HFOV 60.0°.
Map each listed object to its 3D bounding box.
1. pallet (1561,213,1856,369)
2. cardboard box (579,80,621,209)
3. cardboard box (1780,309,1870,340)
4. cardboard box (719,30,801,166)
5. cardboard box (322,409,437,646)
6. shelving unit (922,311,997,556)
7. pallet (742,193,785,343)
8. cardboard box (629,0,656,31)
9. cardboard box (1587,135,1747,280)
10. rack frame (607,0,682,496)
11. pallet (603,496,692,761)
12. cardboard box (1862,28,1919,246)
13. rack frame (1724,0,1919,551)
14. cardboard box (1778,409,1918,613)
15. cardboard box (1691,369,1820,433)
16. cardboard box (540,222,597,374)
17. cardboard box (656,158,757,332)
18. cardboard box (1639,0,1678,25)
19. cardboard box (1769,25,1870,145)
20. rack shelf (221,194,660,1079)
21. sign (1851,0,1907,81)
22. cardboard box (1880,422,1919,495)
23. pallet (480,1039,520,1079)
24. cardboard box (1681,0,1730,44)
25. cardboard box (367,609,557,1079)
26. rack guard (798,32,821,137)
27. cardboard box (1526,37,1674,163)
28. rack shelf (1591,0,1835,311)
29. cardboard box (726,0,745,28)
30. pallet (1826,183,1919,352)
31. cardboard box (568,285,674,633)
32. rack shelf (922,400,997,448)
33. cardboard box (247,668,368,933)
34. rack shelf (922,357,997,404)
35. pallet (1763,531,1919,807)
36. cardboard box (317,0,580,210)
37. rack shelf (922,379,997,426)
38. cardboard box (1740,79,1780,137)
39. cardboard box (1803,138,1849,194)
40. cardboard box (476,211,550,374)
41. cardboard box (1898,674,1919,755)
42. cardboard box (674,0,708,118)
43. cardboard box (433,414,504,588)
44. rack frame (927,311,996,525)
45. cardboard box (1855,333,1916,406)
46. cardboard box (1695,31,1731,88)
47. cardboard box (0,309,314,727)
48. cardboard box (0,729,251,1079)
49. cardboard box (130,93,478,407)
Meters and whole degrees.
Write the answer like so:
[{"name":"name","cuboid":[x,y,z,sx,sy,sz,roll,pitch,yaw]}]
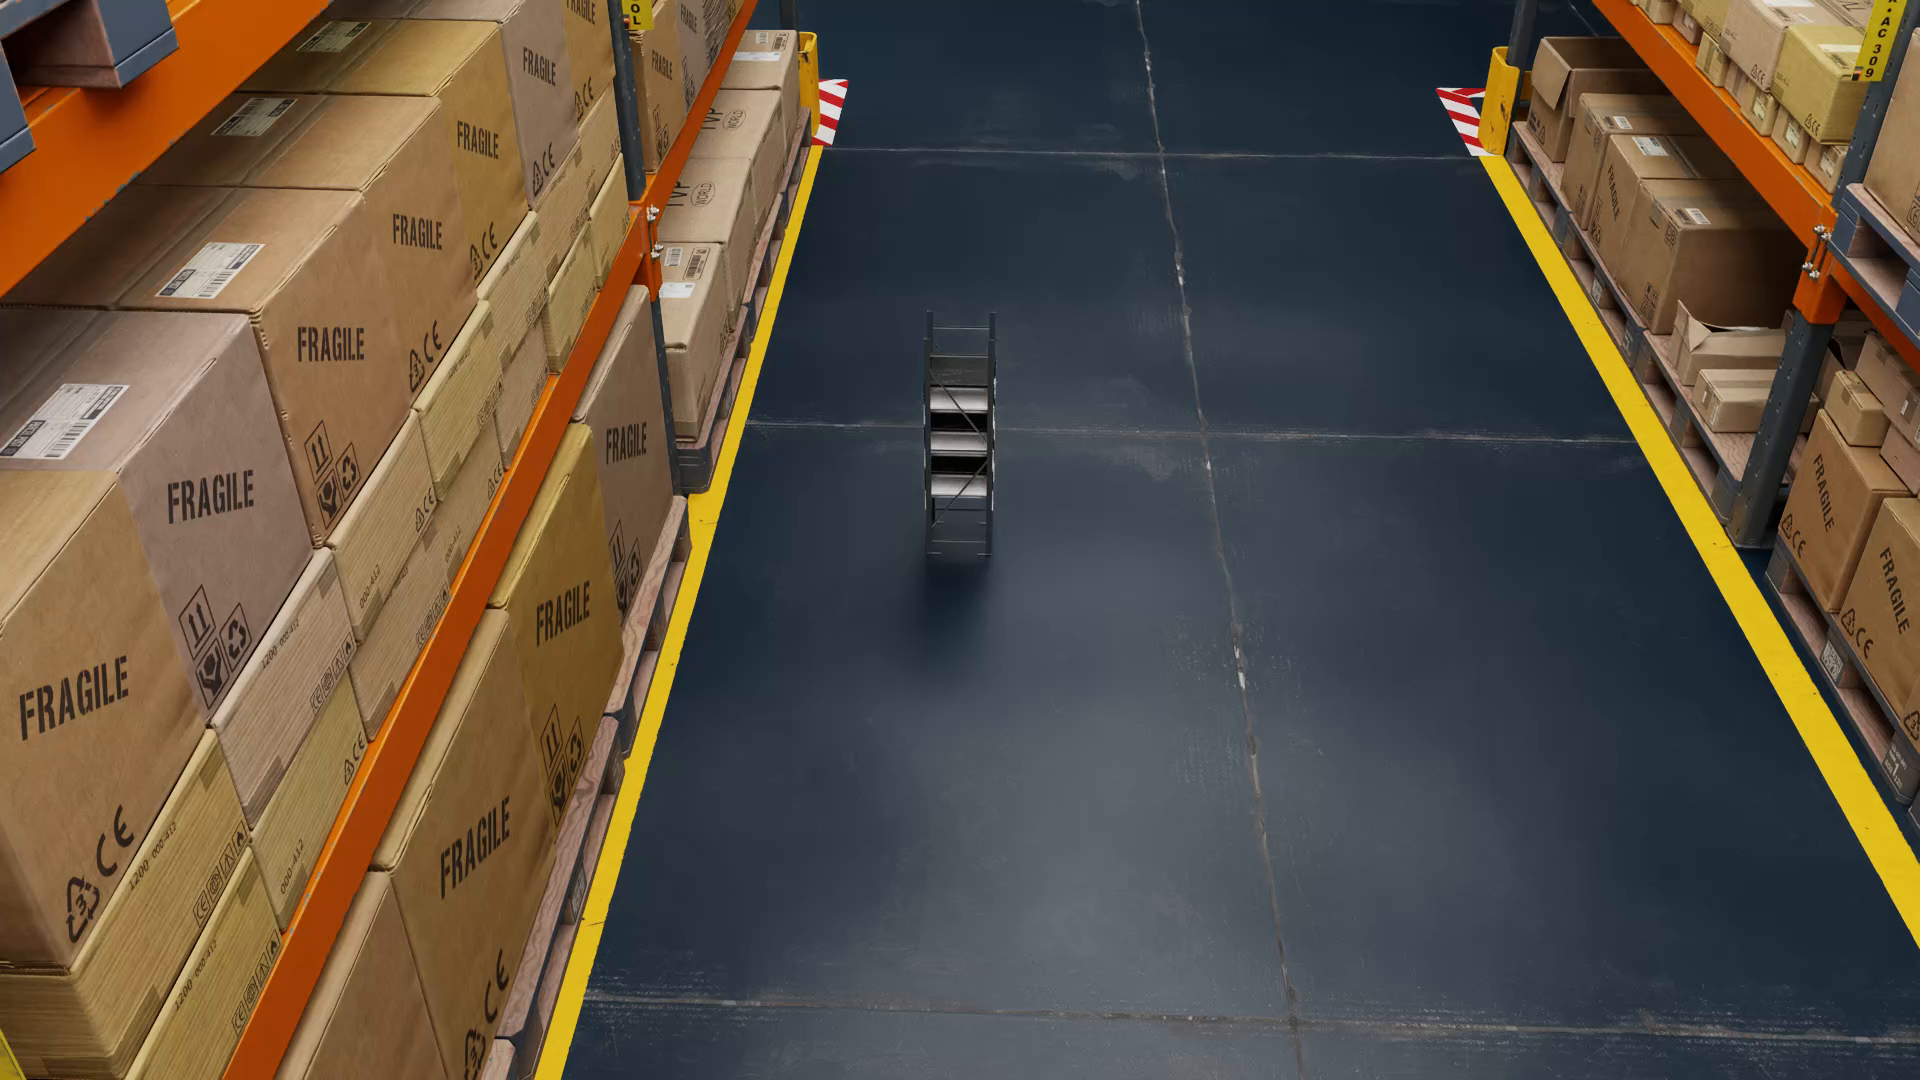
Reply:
[{"name":"pallet","cuboid":[3.467,-1.171,7.732,1.003,0.211,1.213,1,35,2]},{"name":"cardboard box","cuboid":[-1.343,-1.211,5.060,0.500,0.250,0.500,1,35,2]},{"name":"cardboard box","cuboid":[3.672,-0.843,6.955,0.380,0.149,0.250,1,35,1]},{"name":"cardboard box","cuboid":[-1.334,-2.367,8.872,0.875,0.438,0.875,0,35,0]},{"name":"cardboard box","cuboid":[-1.407,-0.040,3.394,0.500,0.250,0.500,1,35,2]},{"name":"shelving unit","cuboid":[0.000,-0.373,5.998,0.258,0.900,0.210,1,35,2]},{"name":"pallet","cuboid":[-1.413,-1.324,7.950,1.003,0.211,1.213,1,35,2]},{"name":"cardboard box","cuboid":[-1.307,-2.045,5.594,0.500,0.500,0.500,2,35,2]},{"name":"cardboard box","cuboid":[3.239,-1.521,7.614,0.500,0.500,0.500,2,35,3]},{"name":"rack frame","cuboid":[-1.568,-1.327,5.529,1.000,3.000,0.127,1,35,2]},{"name":"pallet","cuboid":[-1.524,0.259,5.698,1.003,0.211,1.213,1,35,2]},{"name":"cardboard box","cuboid":[3.149,-1.154,4.831,0.700,0.500,0.500,2,35,3]},{"name":"rack frame","cuboid":[3.392,-1.214,5.369,1.000,3.000,0.127,1,35,2]},{"name":"cardboard box","cuboid":[3.148,-0.091,5.579,0.500,0.500,0.500,3,35,4]},{"name":"cardboard box","cuboid":[3.121,-0.547,6.533,0.380,0.149,0.250,0,35,0]},{"name":"cardboard box","cuboid":[-1.356,-0.709,4.781,0.500,0.250,0.500,1,35,1]},{"name":"cardboard box","cuboid":[-1.400,-1.323,7.387,0.875,0.438,0.875,0,35,0]},{"name":"cardboard box","cuboid":[3.174,-2.336,7.184,0.380,0.149,0.250,2,35,3]},{"name":"cardboard box","cuboid":[3.169,-1.573,5.751,0.500,0.250,0.500,2,35,3]},{"name":"rack shelf","cuboid":[-1.648,0.117,4.101,1.077,0.370,4.000,1,35,2]},{"name":"sign","cuboid":[2.849,-1.577,5.132,0.100,0.325,0.005,1,35,2]},{"name":"cardboard box","cuboid":[3.178,-0.268,5.267,0.380,0.149,0.250,0,35,1]},{"name":"pallet","cuboid":[-1.622,1.661,3.703,1.003,0.211,1.213,1,35,2]},{"name":"cardboard box","cuboid":[3.207,-2.147,6.568,0.500,0.250,0.500,1,35,2]},{"name":"cardboard box","cuboid":[-1.578,0.762,4.040,0.875,0.875,0.875,2,35,2]},{"name":"rack guard","cuboid":[-1.406,-2.616,9.537,1.175,0.500,0.348,1,35,2]},{"name":"cardboard box","cuboid":[3.433,-2.314,8.739,0.797,0.503,0.637,0,35,0]},{"name":"rack shelf","cuboid":[3.472,-2.069,7.211,1.077,0.370,4.000,1,35,2]},{"name":"cardboard box","cuboid":[-1.216,-2.502,7.114,0.500,0.500,0.500,2,35,3]},{"name":"pallet","cuboid":[3.251,-0.679,4.774,1.003,0.211,1.213,1,35,2]},{"name":"cardboard box","cuboid":[-1.513,-0.271,5.510,0.875,0.875,0.875,2,35,3]},{"name":"rack shelf","cuboid":[0.000,-0.419,5.965,0.258,0.077,0.200,1,35,2]},{"name":"cardboard box","cuboid":[-1.455,0.462,3.114,0.500,0.250,0.500,0,35,1]},{"name":"rack shelf","cuboid":[0.000,-0.566,5.862,0.258,0.077,0.200,1,35,2]},{"name":"pallet","cuboid":[3.397,0.395,5.505,1.003,0.211,1.213,1,35,2]},{"name":"cardboard box","cuboid":[-1.348,-1.217,4.416,0.500,0.500,0.500,2,35,3]},{"name":"rack shelf","cuboid":[0.000,-0.493,5.914,0.258,0.077,0.200,1,35,2]},{"name":"cardboard box","cuboid":[3.127,-1.600,6.137,0.380,0.149,0.250,2,35,3]},{"name":"cardboard box","cuboid":[3.152,-1.300,5.710,0.380,0.149,0.250,2,35,3]},{"name":"cardboard box","cuboid":[-1.370,-0.626,4.228,0.500,0.250,0.500,2,35,3]},{"name":"cardboard box","cuboid":[3.112,0.502,4.735,0.500,0.500,0.500,0,35,0]},{"name":"cardboard box","cuboid":[-1.263,-1.920,6.287,0.500,0.500,0.500,2,35,2]},{"name":"cardboard box","cuboid":[-1.411,-0.123,3.947,0.500,0.250,0.500,1,35,2]},{"name":"rack frame","cuboid":[0.004,-0.431,6.081,0.240,0.900,0.006,1,35,2]},{"name":"cardboard box","cuboid":[3.172,-0.549,5.408,0.380,0.149,0.250,1,35,1]},{"name":"cardboard box","cuboid":[3.147,-1.898,6.560,0.380,0.149,0.250,1,35,1]},{"name":"cardboard box","cuboid":[-1.454,-0.041,2.744,0.500,0.500,0.500,1,35,2]},{"name":"cardboard box","cuboid":[-1.462,0.543,2.565,0.500,0.250,0.500,1,35,2]},{"name":"cardboard box","cuboid":[-1.394,-0.628,3.579,0.500,0.500,0.500,2,35,3]}]
